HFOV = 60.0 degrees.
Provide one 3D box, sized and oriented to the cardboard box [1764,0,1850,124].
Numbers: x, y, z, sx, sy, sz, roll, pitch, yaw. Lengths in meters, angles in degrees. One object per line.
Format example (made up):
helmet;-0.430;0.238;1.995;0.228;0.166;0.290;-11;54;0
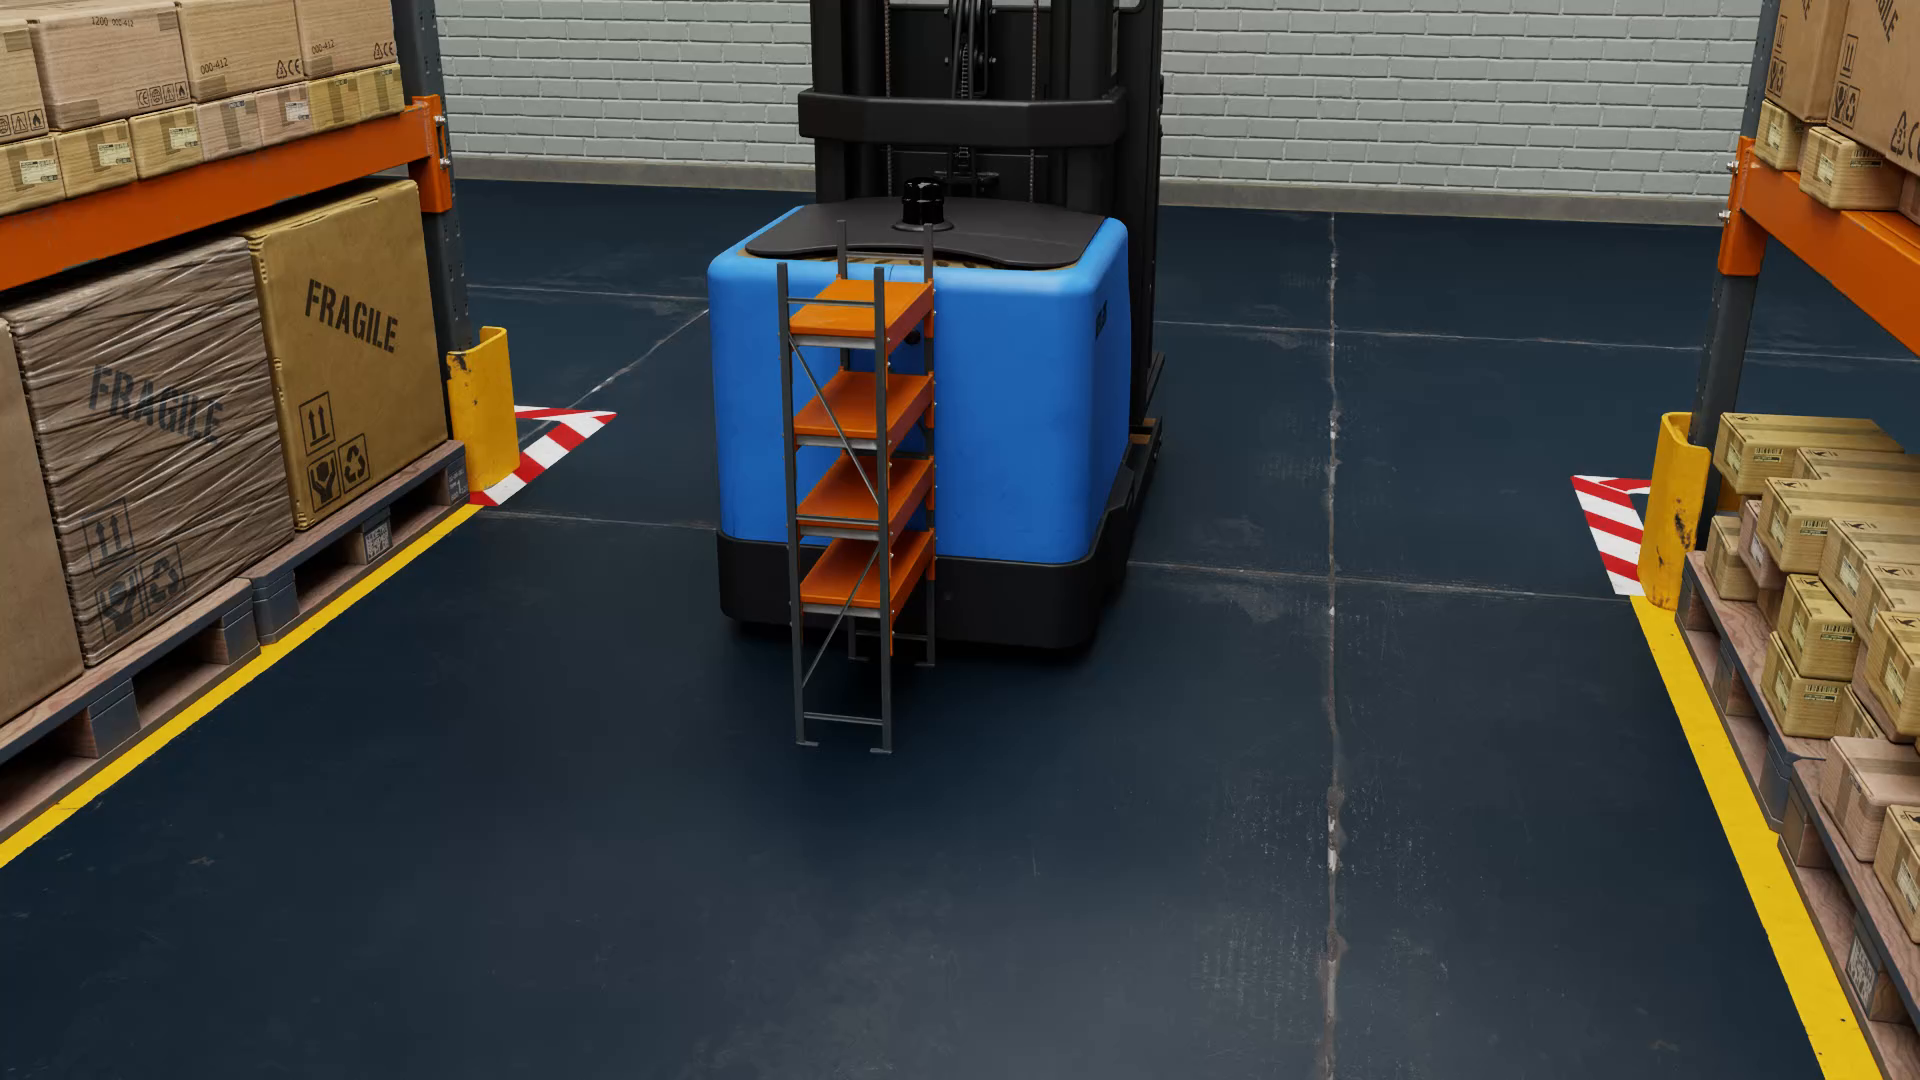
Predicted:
cardboard box;2.281;-1.276;3.974;0.500;0.500;0.500;6;23;13

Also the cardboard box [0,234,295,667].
cardboard box;-2.430;-0.286;4.330;0.875;0.875;0.875;4;22;11

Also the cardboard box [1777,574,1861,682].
cardboard box;2.052;0.205;3.685;0.380;0.149;0.250;5;23;13

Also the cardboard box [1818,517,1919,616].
cardboard box;2.118;0.072;3.616;0.380;0.149;0.250;3;22;8

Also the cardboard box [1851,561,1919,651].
cardboard box;2.053;0.173;3.366;0.380;0.149;0.250;5;23;13

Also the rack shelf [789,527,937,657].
rack shelf;-0.234;0.113;4.178;0.258;0.148;0.480;4;22;11

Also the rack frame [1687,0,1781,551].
rack frame;2.643;-1.234;4.403;1.000;3.000;0.127;4;22;11

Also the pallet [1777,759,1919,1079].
pallet;2.176;0.826;3.020;1.003;0.211;1.213;4;22;11

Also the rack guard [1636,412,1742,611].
rack guard;2.627;-0.047;4.801;1.175;0.500;0.348;4;22;11

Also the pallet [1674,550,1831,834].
pallet;2.427;0.381;4.124;1.003;0.211;1.213;4;22;11

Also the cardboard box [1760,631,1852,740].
cardboard box;2.046;0.339;3.751;0.380;0.149;0.250;5;22;12

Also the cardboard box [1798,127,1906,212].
cardboard box;2.137;-0.834;3.745;0.380;0.149;0.250;4;22;9

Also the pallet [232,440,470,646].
pallet;-2.279;-0.058;5.214;1.003;0.211;1.213;4;22;11

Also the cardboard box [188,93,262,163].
cardboard box;-2.098;-1.099;4.403;0.380;0.149;0.250;5;22;12

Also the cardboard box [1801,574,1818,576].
cardboard box;2.210;0.119;3.898;0.380;0.149;0.250;5;22;12

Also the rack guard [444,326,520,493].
rack guard;-2.187;-0.499;5.923;1.175;0.500;0.348;4;22;11

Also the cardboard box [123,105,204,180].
cardboard box;-2.149;-1.004;4.167;0.380;0.149;0.250;4;22;10

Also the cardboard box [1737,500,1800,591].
cardboard box;2.173;0.023;4.137;0.380;0.149;0.250;4;22;11

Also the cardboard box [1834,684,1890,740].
cardboard box;2.087;0.439;3.501;0.380;0.149;0.250;5;22;11

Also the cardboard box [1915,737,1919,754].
cardboard box;2.076;0.412;3.172;0.380;0.149;0.250;6;23;14

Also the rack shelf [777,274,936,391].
rack shelf;-0.234;-0.498;3.932;0.258;0.148;0.480;4;22;11

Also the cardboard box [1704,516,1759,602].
cardboard box;2.223;0.060;4.442;0.380;0.149;0.250;5;22;12

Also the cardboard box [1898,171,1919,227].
cardboard box;2.218;-0.729;3.484;0.380;0.149;0.250;6;23;13

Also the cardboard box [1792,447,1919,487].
cardboard box;2.265;-0.107;4.062;0.380;0.149;0.250;5;22;12

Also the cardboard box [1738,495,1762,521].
cardboard box;2.285;-0.073;4.375;0.380;0.149;0.250;5;23;13

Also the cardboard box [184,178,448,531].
cardboard box;-2.244;-0.618;5.156;0.875;0.875;0.875;4;22;11

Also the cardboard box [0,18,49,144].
cardboard box;-2.341;-0.958;3.520;0.500;0.250;0.500;4;22;11

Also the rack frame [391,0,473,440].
rack frame;-2.192;-1.649;5.434;1.000;3.000;0.127;4;22;11

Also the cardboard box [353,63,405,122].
cardboard box;-1.942;-1.378;5.095;0.380;0.149;0.250;5;22;12

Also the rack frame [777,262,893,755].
rack frame;-0.284;-0.044;3.857;0.240;1.200;0.015;4;22;11

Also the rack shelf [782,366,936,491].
rack shelf;-0.234;-0.278;4.020;0.258;0.148;0.480;4;22;11

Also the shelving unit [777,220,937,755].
shelving unit;-0.234;-0.133;4.078;0.258;1.200;0.503;4;22;11

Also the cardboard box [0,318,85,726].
cardboard box;-2.612;0.040;3.521;0.875;0.875;0.875;4;22;11

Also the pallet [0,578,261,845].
pallet;-2.530;0.387;4.109;1.003;0.211;1.213;4;22;11

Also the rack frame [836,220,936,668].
rack frame;-0.185;-0.223;4.300;0.240;1.200;0.015;4;22;11

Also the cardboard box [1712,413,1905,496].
cardboard box;2.203;-0.217;4.335;0.380;0.149;0.250;3;22;8

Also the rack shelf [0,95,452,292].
rack shelf;-2.600;-0.584;3.752;1.077;0.370;4.000;4;22;11

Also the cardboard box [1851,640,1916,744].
cardboard box;2.090;0.309;3.426;0.380;0.149;0.250;3;22;8

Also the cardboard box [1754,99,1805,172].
cardboard box;2.256;-1.024;4.218;0.380;0.149;0.250;4;22;10

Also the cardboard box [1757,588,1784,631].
cardboard box;2.249;0.162;4.189;0.380;0.149;0.250;4;22;11

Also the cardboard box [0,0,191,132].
cardboard box;-2.239;-1.149;3.993;0.500;0.250;0.500;4;22;9

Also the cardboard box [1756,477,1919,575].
cardboard box;2.088;-0.025;3.857;0.380;0.149;0.250;4;22;11

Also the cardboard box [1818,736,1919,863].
cardboard box;1.951;0.524;3.291;0.380;0.149;0.250;3;22;8

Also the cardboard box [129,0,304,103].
cardboard box;-2.135;-1.335;4.456;0.500;0.250;0.500;4;22;10

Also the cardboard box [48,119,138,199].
cardboard box;-2.202;-0.909;3.932;0.380;0.149;0.250;5;22;11

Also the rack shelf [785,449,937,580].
rack shelf;-0.234;-0.071;4.104;0.258;0.148;0.480;4;22;11

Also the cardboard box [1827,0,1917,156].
cardboard box;2.196;-1.078;3.483;0.500;0.500;0.500;5;22;11

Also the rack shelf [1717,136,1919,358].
rack shelf;2.235;-0.169;2.722;1.077;0.370;4.000;4;22;11

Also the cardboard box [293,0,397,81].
cardboard box;-2.031;-1.520;4.916;0.500;0.250;0.500;4;22;10

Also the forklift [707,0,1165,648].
forklift;0.127;-1.589;5.375;1.130;2.935;3.031;4;22;11

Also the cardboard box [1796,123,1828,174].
cardboard box;2.244;-0.928;3.979;0.380;0.149;0.250;5;23;13

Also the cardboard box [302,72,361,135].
cardboard box;-1.994;-1.282;4.859;0.380;0.149;0.250;5;22;11

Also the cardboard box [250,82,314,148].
cardboard box;-2.046;-1.190;4.630;0.380;0.149;0.250;5;22;11

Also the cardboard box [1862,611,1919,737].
cardboard box;1.954;0.266;3.136;0.380;0.149;0.250;5;22;12

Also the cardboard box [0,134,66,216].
cardboard box;-2.255;-0.819;3.707;0.380;0.149;0.250;5;22;12

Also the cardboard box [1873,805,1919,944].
cardboard box;1.920;0.627;3.035;0.380;0.149;0.250;4;22;11

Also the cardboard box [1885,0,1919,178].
cardboard box;2.084;-0.900;3.040;0.500;0.500;0.500;5;22;12
